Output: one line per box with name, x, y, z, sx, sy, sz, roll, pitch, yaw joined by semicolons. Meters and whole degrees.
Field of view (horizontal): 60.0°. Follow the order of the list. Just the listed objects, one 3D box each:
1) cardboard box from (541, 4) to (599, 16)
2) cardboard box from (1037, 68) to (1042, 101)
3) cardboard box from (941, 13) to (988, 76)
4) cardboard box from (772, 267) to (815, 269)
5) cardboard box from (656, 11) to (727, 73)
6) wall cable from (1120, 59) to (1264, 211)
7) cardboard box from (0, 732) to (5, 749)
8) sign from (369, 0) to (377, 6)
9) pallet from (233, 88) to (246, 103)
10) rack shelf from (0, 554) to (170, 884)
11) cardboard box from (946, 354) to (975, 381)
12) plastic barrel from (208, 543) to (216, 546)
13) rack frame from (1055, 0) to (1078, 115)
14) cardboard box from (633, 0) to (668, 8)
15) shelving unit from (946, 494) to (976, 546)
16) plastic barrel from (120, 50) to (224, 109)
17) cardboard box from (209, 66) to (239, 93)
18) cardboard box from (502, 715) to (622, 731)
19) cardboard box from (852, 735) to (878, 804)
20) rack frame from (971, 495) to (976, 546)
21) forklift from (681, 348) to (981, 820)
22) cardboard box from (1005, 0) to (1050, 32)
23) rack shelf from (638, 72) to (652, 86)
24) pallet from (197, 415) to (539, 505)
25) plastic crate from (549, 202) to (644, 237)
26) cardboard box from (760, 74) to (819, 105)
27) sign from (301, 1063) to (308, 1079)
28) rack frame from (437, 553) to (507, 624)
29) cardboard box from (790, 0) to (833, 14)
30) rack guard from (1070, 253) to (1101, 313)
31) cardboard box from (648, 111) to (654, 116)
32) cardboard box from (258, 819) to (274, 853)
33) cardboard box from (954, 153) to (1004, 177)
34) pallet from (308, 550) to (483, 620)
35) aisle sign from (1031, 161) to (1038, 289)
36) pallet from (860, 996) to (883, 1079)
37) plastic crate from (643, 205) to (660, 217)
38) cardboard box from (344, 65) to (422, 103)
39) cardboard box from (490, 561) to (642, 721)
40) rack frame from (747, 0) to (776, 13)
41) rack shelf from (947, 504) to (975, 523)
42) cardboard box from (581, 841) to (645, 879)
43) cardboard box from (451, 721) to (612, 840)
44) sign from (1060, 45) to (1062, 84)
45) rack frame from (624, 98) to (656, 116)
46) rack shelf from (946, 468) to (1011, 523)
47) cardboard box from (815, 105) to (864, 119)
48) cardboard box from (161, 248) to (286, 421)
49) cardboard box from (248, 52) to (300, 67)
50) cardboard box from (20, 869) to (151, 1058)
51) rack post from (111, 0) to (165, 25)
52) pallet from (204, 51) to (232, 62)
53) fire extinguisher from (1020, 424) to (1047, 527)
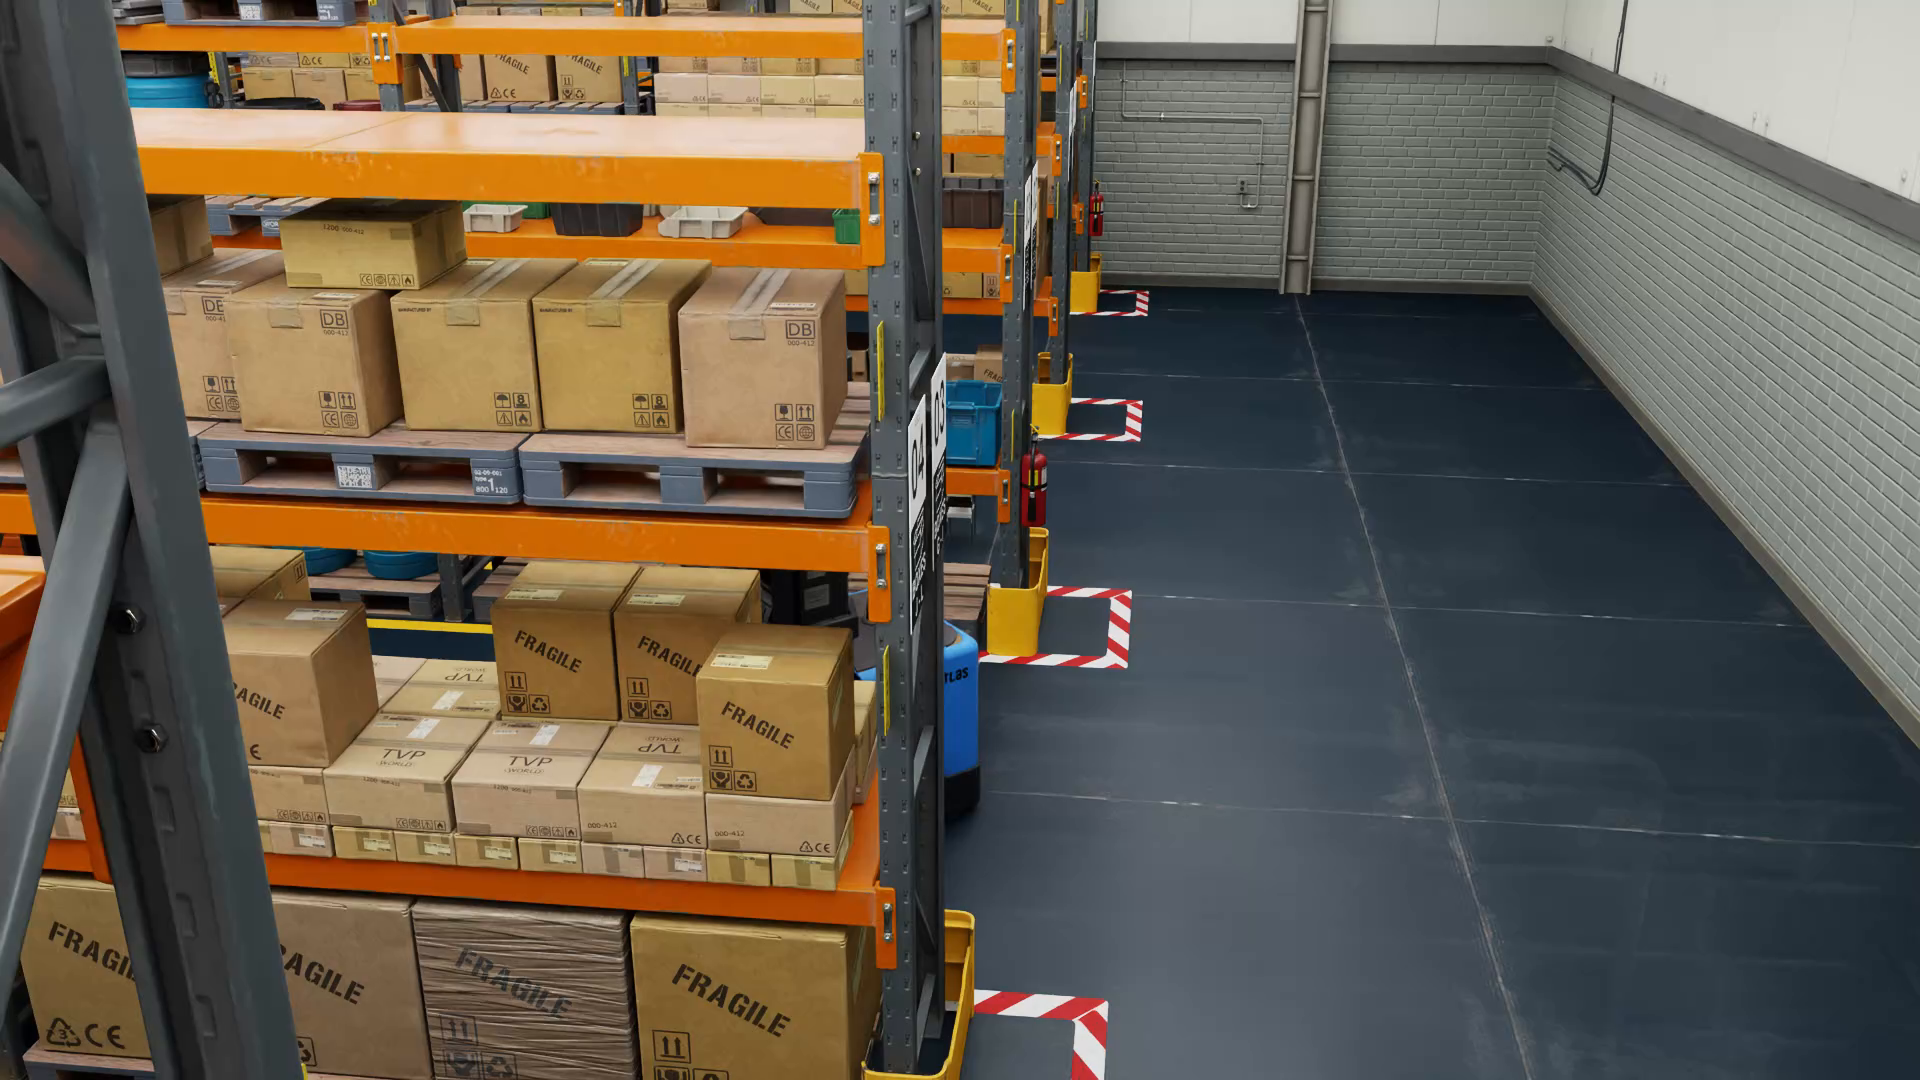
cardboard box;-4.816;-6.384;20.694;0.500;0.500;0.700;4;22;9
cardboard box;0.501;-4.291;15.657;0.500;0.250;0.500;2;22;6
cardboard box;-0.018;-4.591;15.397;0.500;0.500;0.700;2;22;6
cardboard box;-1.513;-2.670;15.979;0.500;0.500;0.500;2;22;6
cardboard box;-2.505;-4.688;15.643;0.500;0.500;0.700;2;22;6
wall cable;2.942;-5.187;21.098;1.851;1.984;0.084;2;22;6
cardboard box;-3.716;0.524;6.813;0.500;0.500;0.500;2;22;6
sign;-3.645;-3.473;10.268;0.005;0.325;0.100;2;22;6
pallet;-7.649;-4.266;16.327;1.003;0.211;1.213;3;22;9
rack shelf;-2.859;0.267;1.508;4.000;0.370;1.077;2;22;6
cardboard box;-0.023;-1.690;16.777;0.500;0.250;0.500;2;22;6
plastic barrel;-5.942;-0.164;12.483;0.708;0.588;0.600;2;22;6
rack frame;0.980;-5.406;14.874;0.127;3.000;1.000;2;22;6
cardboard box;-3.821;-6.697;20.465;0.500;0.250;0.500;2;22;5
shelving unit;0.008;-0.418;13.273;0.210;0.900;0.258;2;22;6
plastic barrel;-5.291;-2.822;11.165;0.708;0.901;0.600;2;22;6
cardboard box;-7.421;-4.482;16.249;0.500;0.250;0.500;1;22;2
cardboard box;-1.650;0.770;7.212;0.500;0.250;0.500;2;22;4
cardboard box;-0.503;0.982;7.218;0.250;0.149;0.380;3;22;7
rack frame;0.109;-0.414;13.262;0.006;0.900;0.240;2;22;6
forklift;-1.390;0.344;8.584;3.031;2.935;1.130;-14;26;-31
cardboard box;0.801;-6.272;19.622;0.500;0.500;0.500;2;22;6
rack shelf;-4.399;-5.745;20.789;4.000;0.370;1.077;2;22;6
pallet;-2.142;-0.433;6.496;1.213;0.211;1.003;2;22;6
plastic crate;-2.377;-2.161;10.924;0.590;0.269;0.497;2;22;6
cardboard box;-1.546;-4.188;15.397;0.500;0.250;0.500;2;22;6
sign;-0.810;0.808;2.048;0.005;0.325;0.100;2;22;6
rack frame;-3.579;-0.981;11.840;0.127;3.000;1.000;2;22;6
cardboard box;-1.738;-6.380;19.895;0.500;0.500;0.500;2;22;6
rack guard;1.583;-3.261;21.009;0.348;0.500;1.175;2;22;6
cardboard box;-3.858;-5.296;21.167;0.500;0.250;0.500;2;22;4
cardboard box;-2.869;1.123;6.861;0.250;0.149;0.380;2;22;6
cardboard box;0.328;-4.610;20.612;0.700;0.700;0.980;2;22;6
pallet;-4.340;0.268;12.476;1.213;0.211;1.003;2;22;6
aisle sign;0.500;-2.122;11.191;0.004;0.787;0.394;2;22;6
pallet;-0.993;2.292;7.356;1.213;0.211;1.003;2;22;6
plastic crate;-2.271;-2.337;11.550;0.466;0.136;0.293;2;22;6
cardboard box;-5.504;-4.352;16.153;0.500;0.500;0.910;2;22;6
cardboard box;-1.646;0.422;7.071;0.500;0.500;0.500;2;22;5
rack frame;-2.413;-7.388;19.887;0.127;3.000;1.000;2;22;6
rack shelf;0.008;-0.220;13.352;0.200;0.077;0.258;2;22;6
cardboard box;-1.338;1.189;6.693;0.250;0.149;0.380;3;22;7
cardboard box;-1.711;0.964;6.721;0.500;0.250;0.500;2;22;4
sign;0.895;-4.221;14.752;0.005;0.325;0.100;2;22;6
rack frame;-2.992;-2.789;16.414;0.127;3.000;1.000;2;22;6
rack shelf;-1.593;-0.560;11.754;4.000;0.370;1.077;2;22;6
cardboard box;-1.049;-3.937;15.443;0.500;0.250;0.500;2;22;6
cardboard box;-2.844;-0.819;6.508;0.500;0.500;0.700;4;22;9
cardboard box;-6.532;-4.847;16.045;0.500;0.500;0.500;2;22;6
cardboard box;-3.515;1.678;7.434;0.875;0.875;0.875;2;22;6
rack post;-5.604;-3.579;10.933;0.954;0.300;0.937;5;22;12
pallet;-9.757;-6.186;21.182;1.003;0.211;1.213;2;22;6
fire extinguisher;0.490;-0.426;11.049;0.183;0.674;0.296;2;22;6
